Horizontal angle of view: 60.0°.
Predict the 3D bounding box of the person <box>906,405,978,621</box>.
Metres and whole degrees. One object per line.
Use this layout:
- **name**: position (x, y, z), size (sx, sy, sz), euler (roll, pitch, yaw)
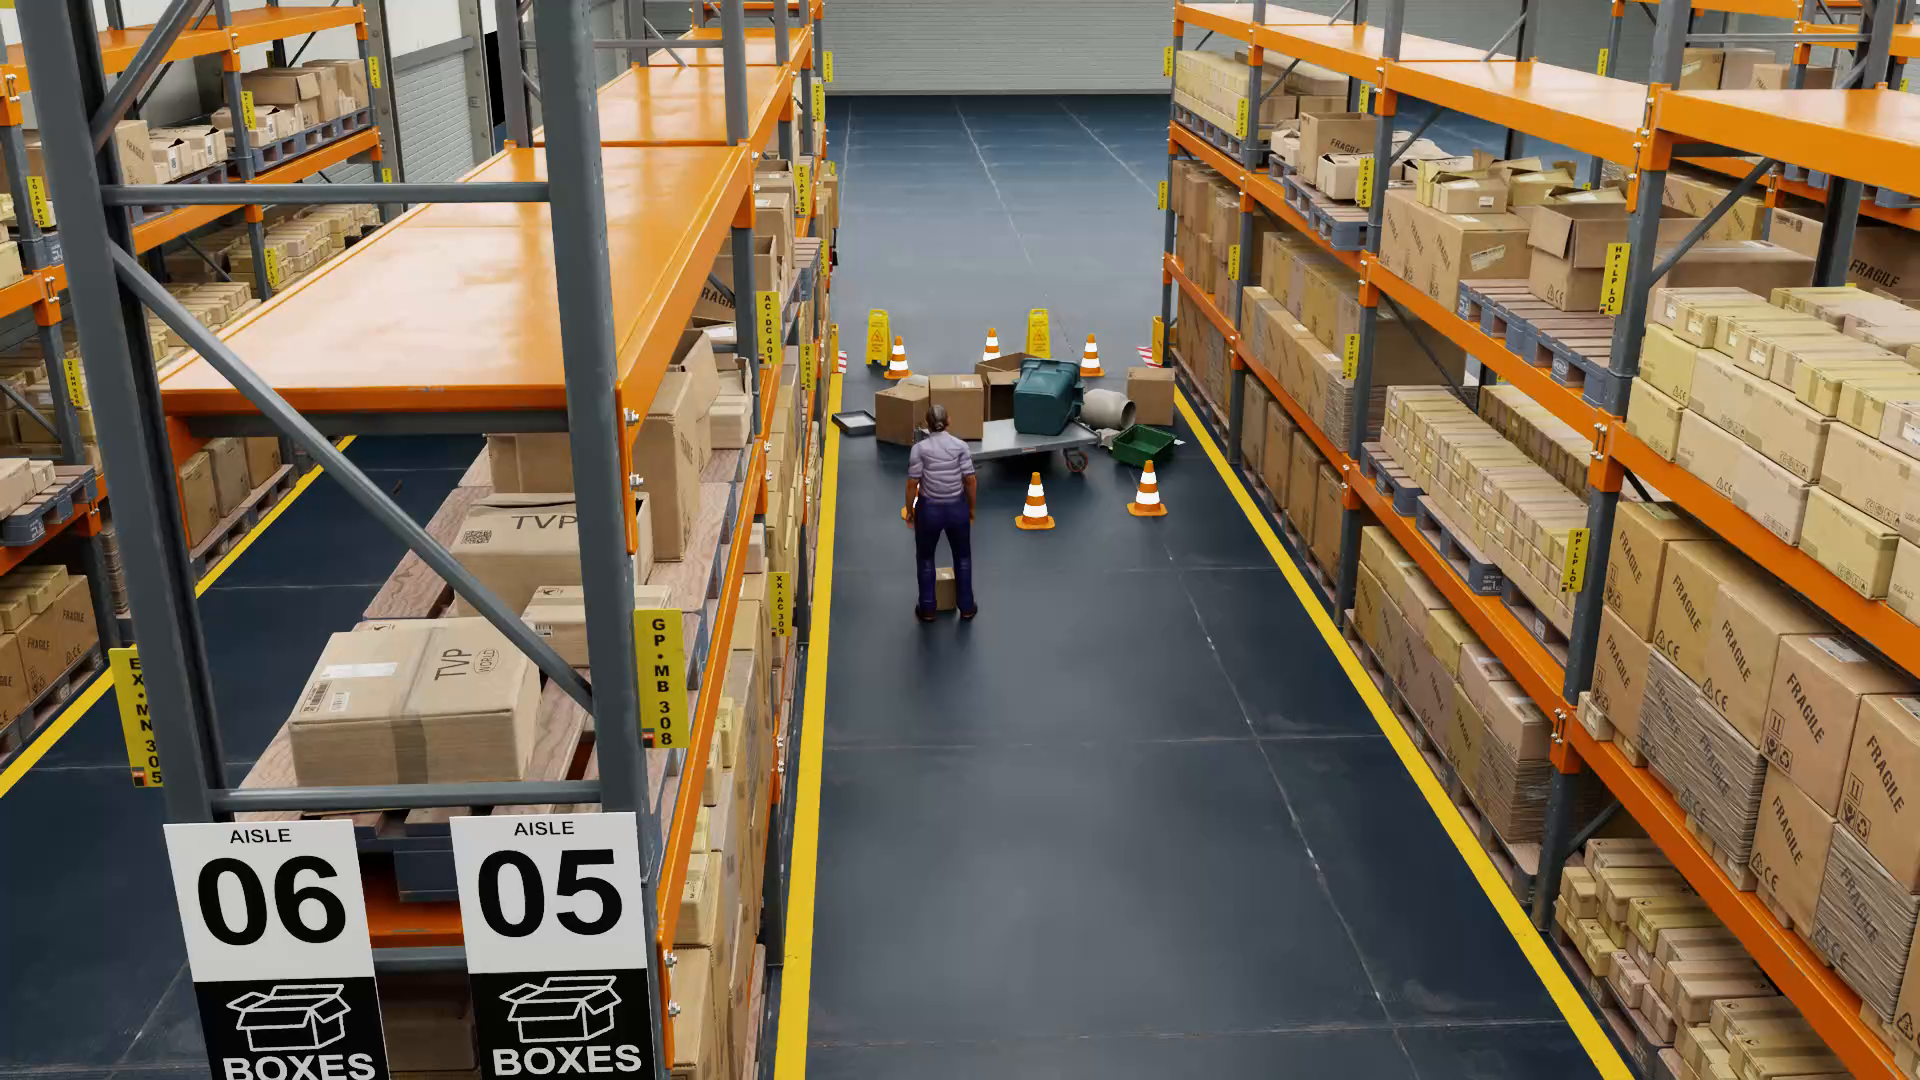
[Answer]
- **person**: position (-0.128, -0.194, 12.427), size (0.559, 1.652, 0.365), euler (-3, 21, -7)
